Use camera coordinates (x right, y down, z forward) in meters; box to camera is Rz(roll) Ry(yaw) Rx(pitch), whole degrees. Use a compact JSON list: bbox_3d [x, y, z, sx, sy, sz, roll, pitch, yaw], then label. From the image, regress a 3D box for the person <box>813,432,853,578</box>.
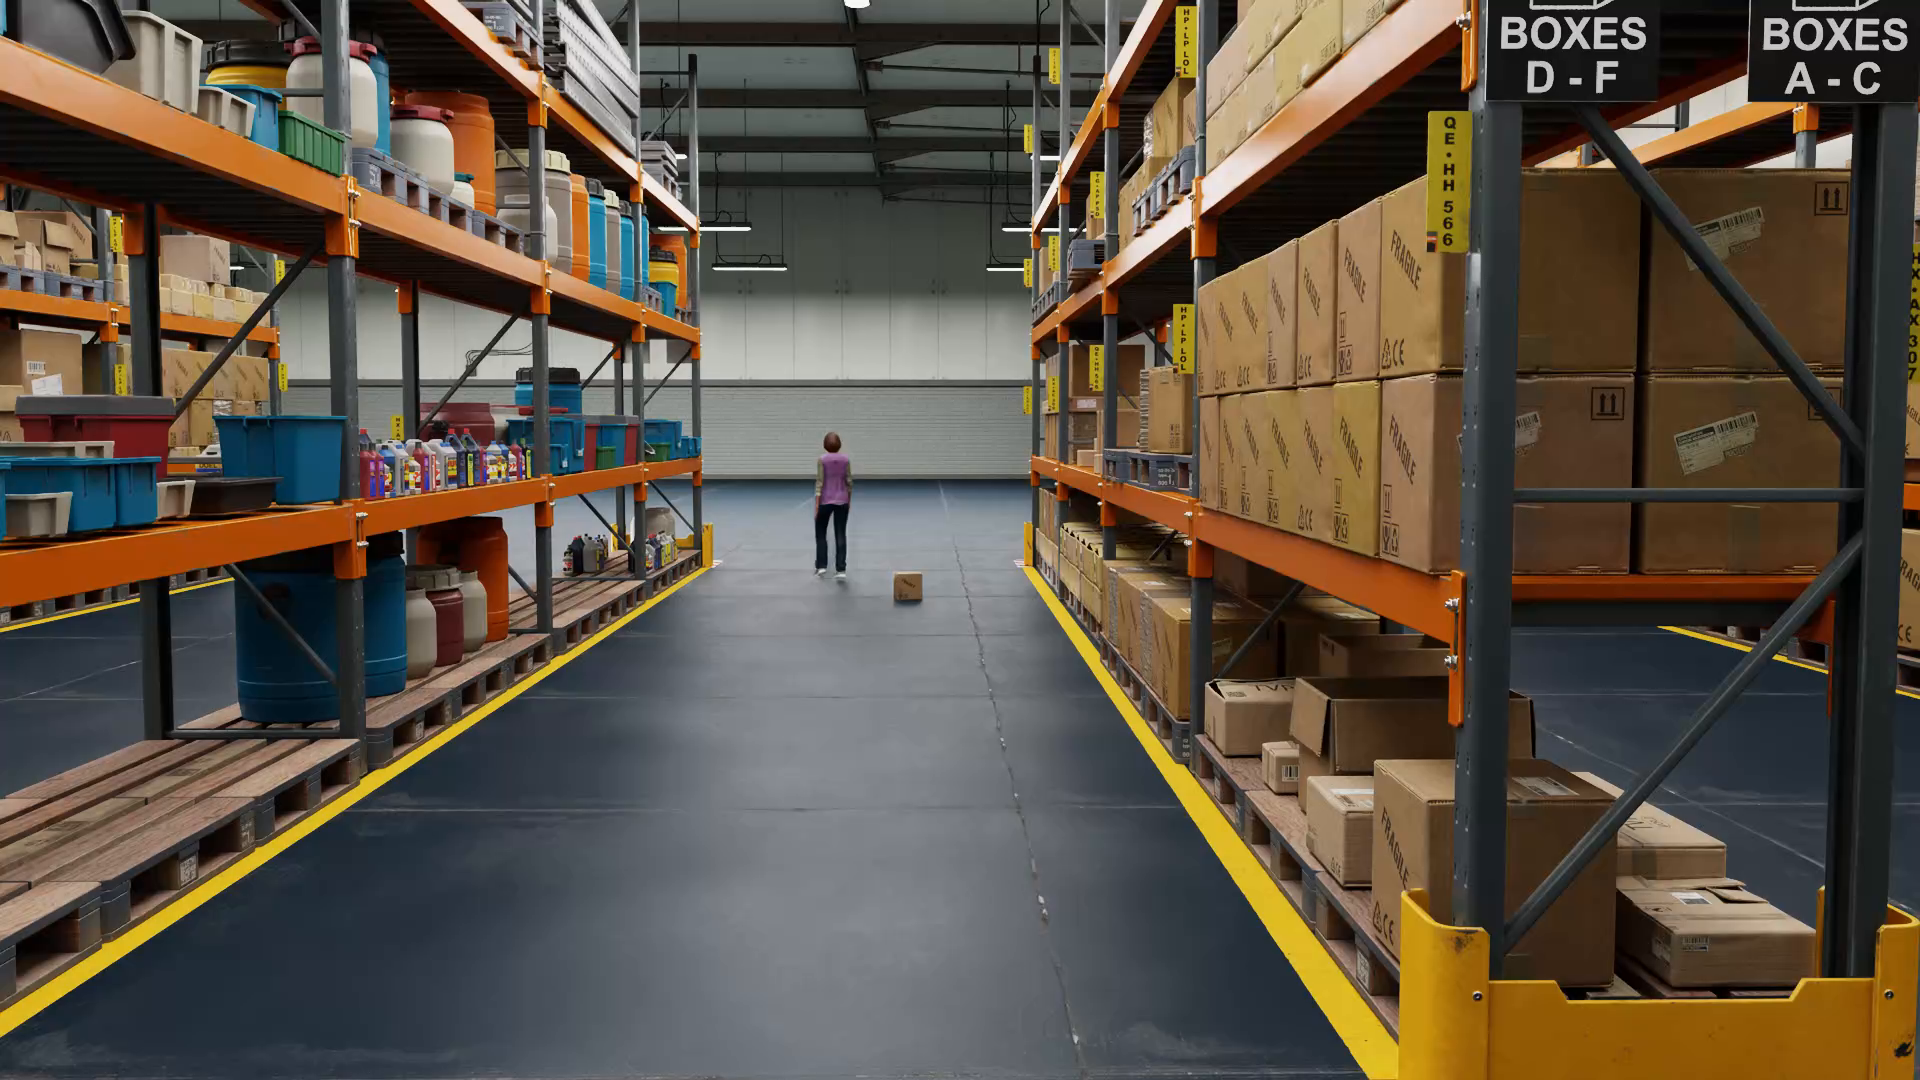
[{"bbox_3d":[-1.389,-0.362,18.046,0.451,1.624,0.680,-1,4,-16],"label":"person"}]
